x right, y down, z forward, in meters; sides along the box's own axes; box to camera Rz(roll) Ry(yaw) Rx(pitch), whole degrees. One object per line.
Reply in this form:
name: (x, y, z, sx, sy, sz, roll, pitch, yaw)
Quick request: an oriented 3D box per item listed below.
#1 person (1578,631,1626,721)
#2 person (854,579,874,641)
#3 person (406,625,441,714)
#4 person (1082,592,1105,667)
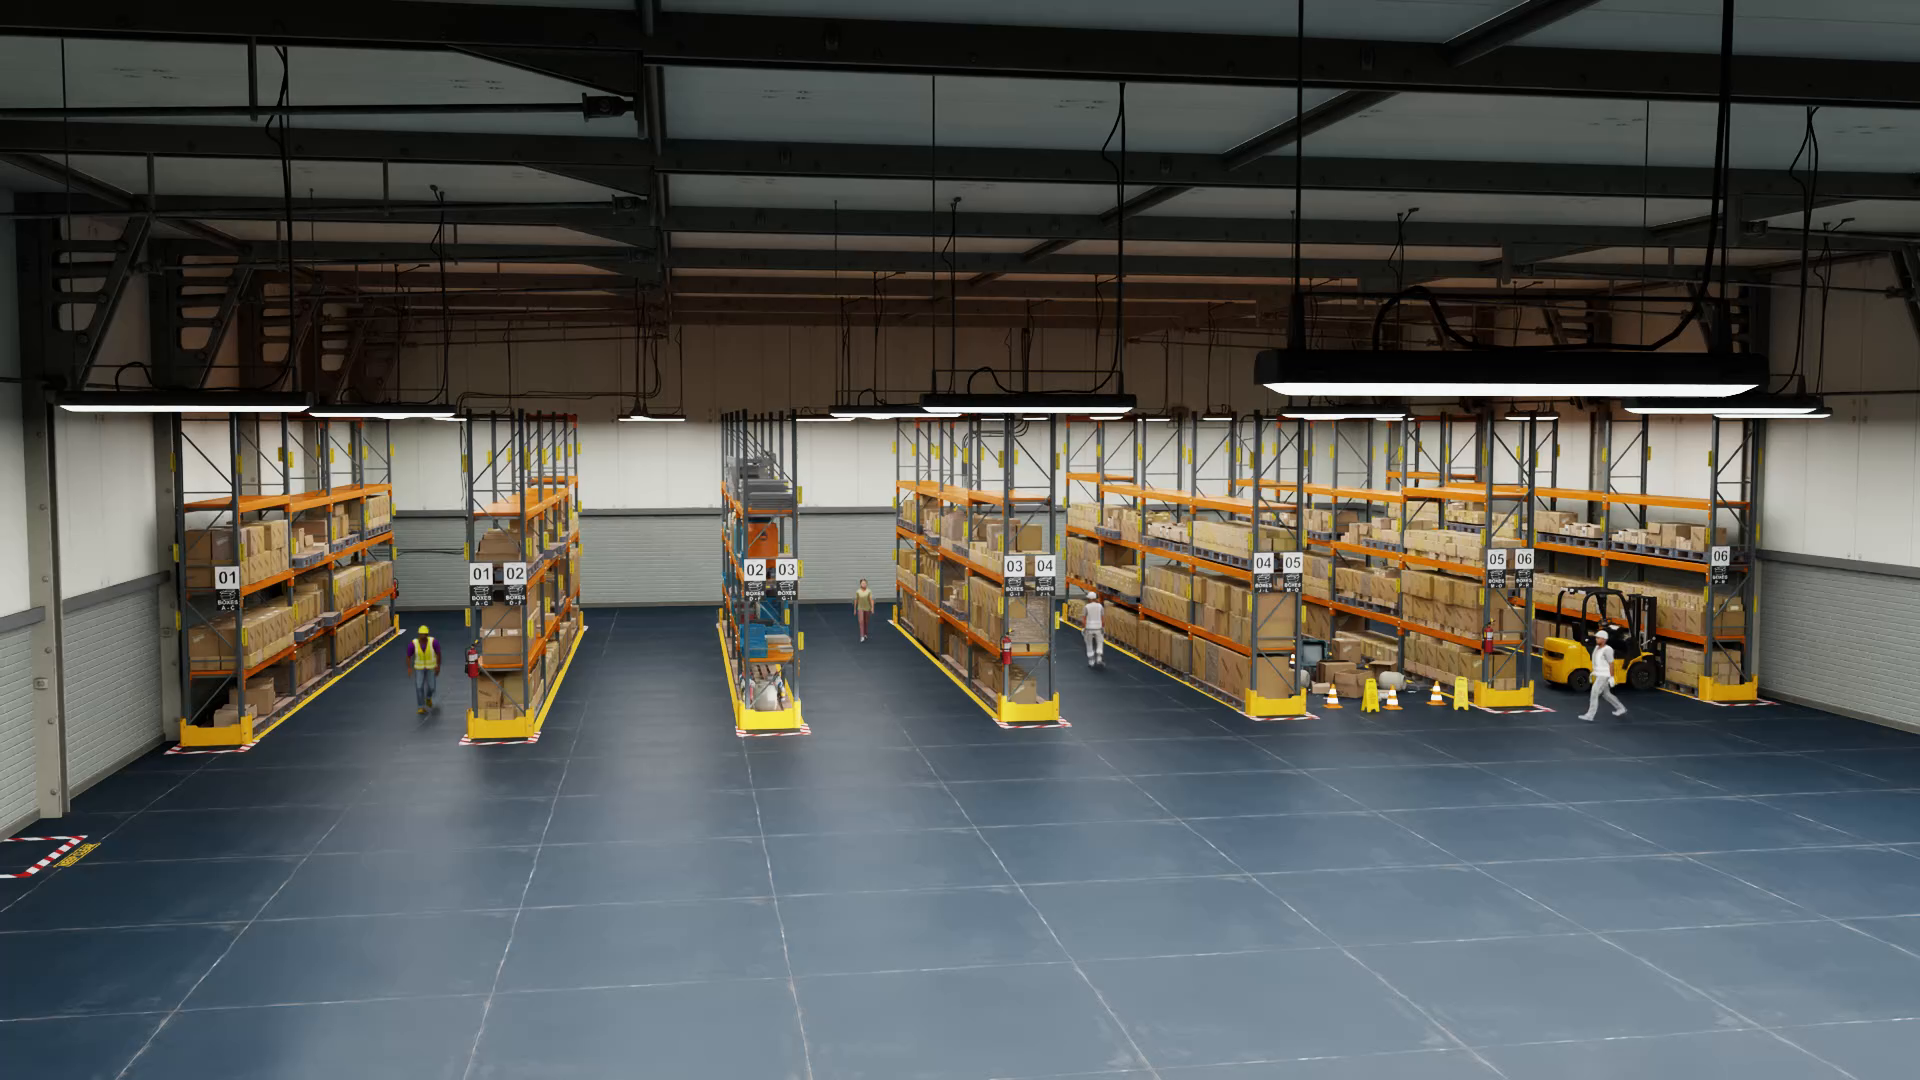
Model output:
person: (12.407, 2.613, 32.059, 1.065, 1.745, 0.558, -1, 4, -7)
person: (-2.532, 1.840, 43.896, 0.501, 1.603, 1.064, -1, 4, -9)
person: (-10.668, 2.552, 33.083, 0.658, 1.745, 0.655, -1, 4, -19)
person: (3.143, 2.109, 39.129, 0.573, 1.787, 0.553, -1, 4, -9)
